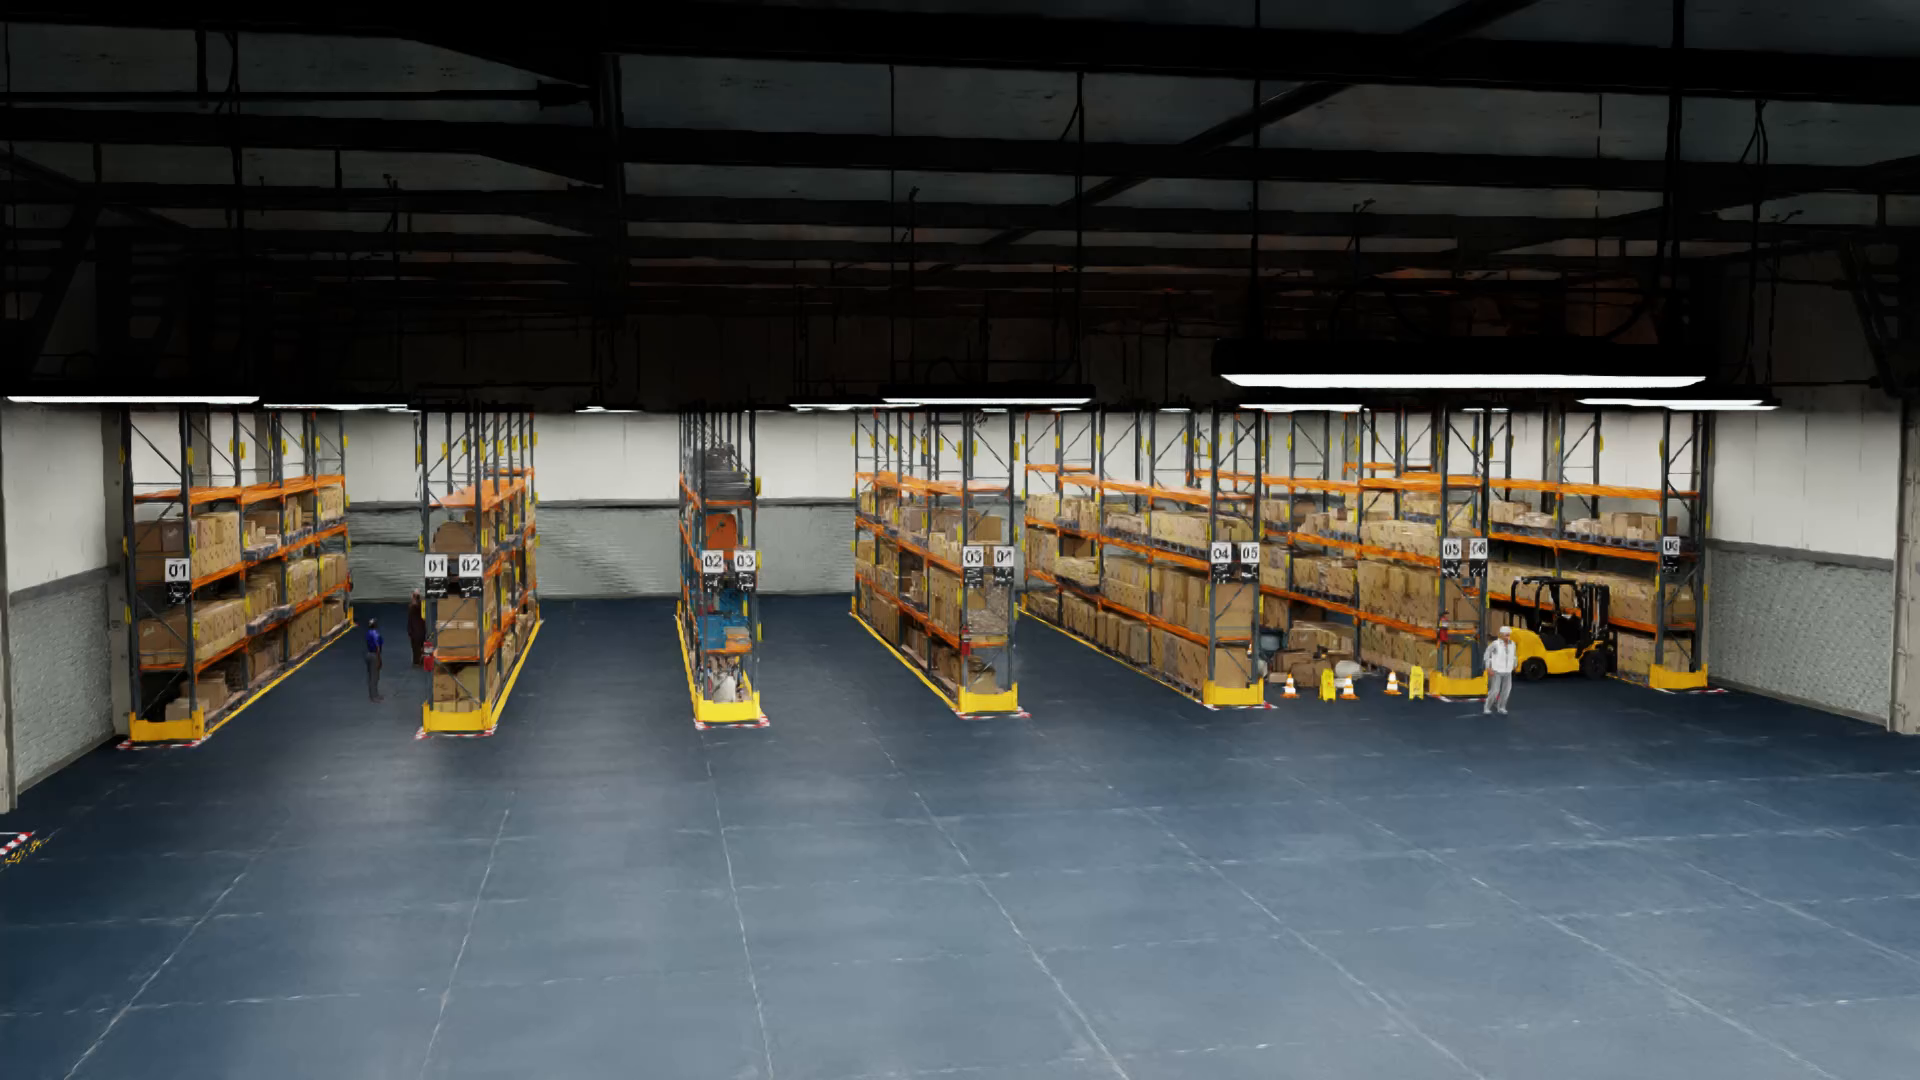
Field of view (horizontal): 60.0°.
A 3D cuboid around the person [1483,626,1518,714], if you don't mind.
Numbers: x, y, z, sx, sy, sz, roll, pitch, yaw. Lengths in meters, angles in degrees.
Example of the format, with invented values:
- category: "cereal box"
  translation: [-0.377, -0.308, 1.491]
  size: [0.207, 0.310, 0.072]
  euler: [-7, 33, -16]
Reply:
- category: "person"
  translation: [10.318, 2.476, 31.713]
  size: [0.677, 1.726, 0.574]
  euler: [-1, 4, -13]

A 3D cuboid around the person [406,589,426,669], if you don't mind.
- category: "person"
  translation: [-12.278, 1.995, 37.444]
  size: [0.551, 1.782, 0.631]
  euler: [2, 5, 20]

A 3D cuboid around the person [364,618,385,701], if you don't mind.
- category: "person"
  translation: [-11.686, 2.439, 33.257]
  size: [0.415, 1.528, 0.497]
  euler: [-4, 6, -42]
